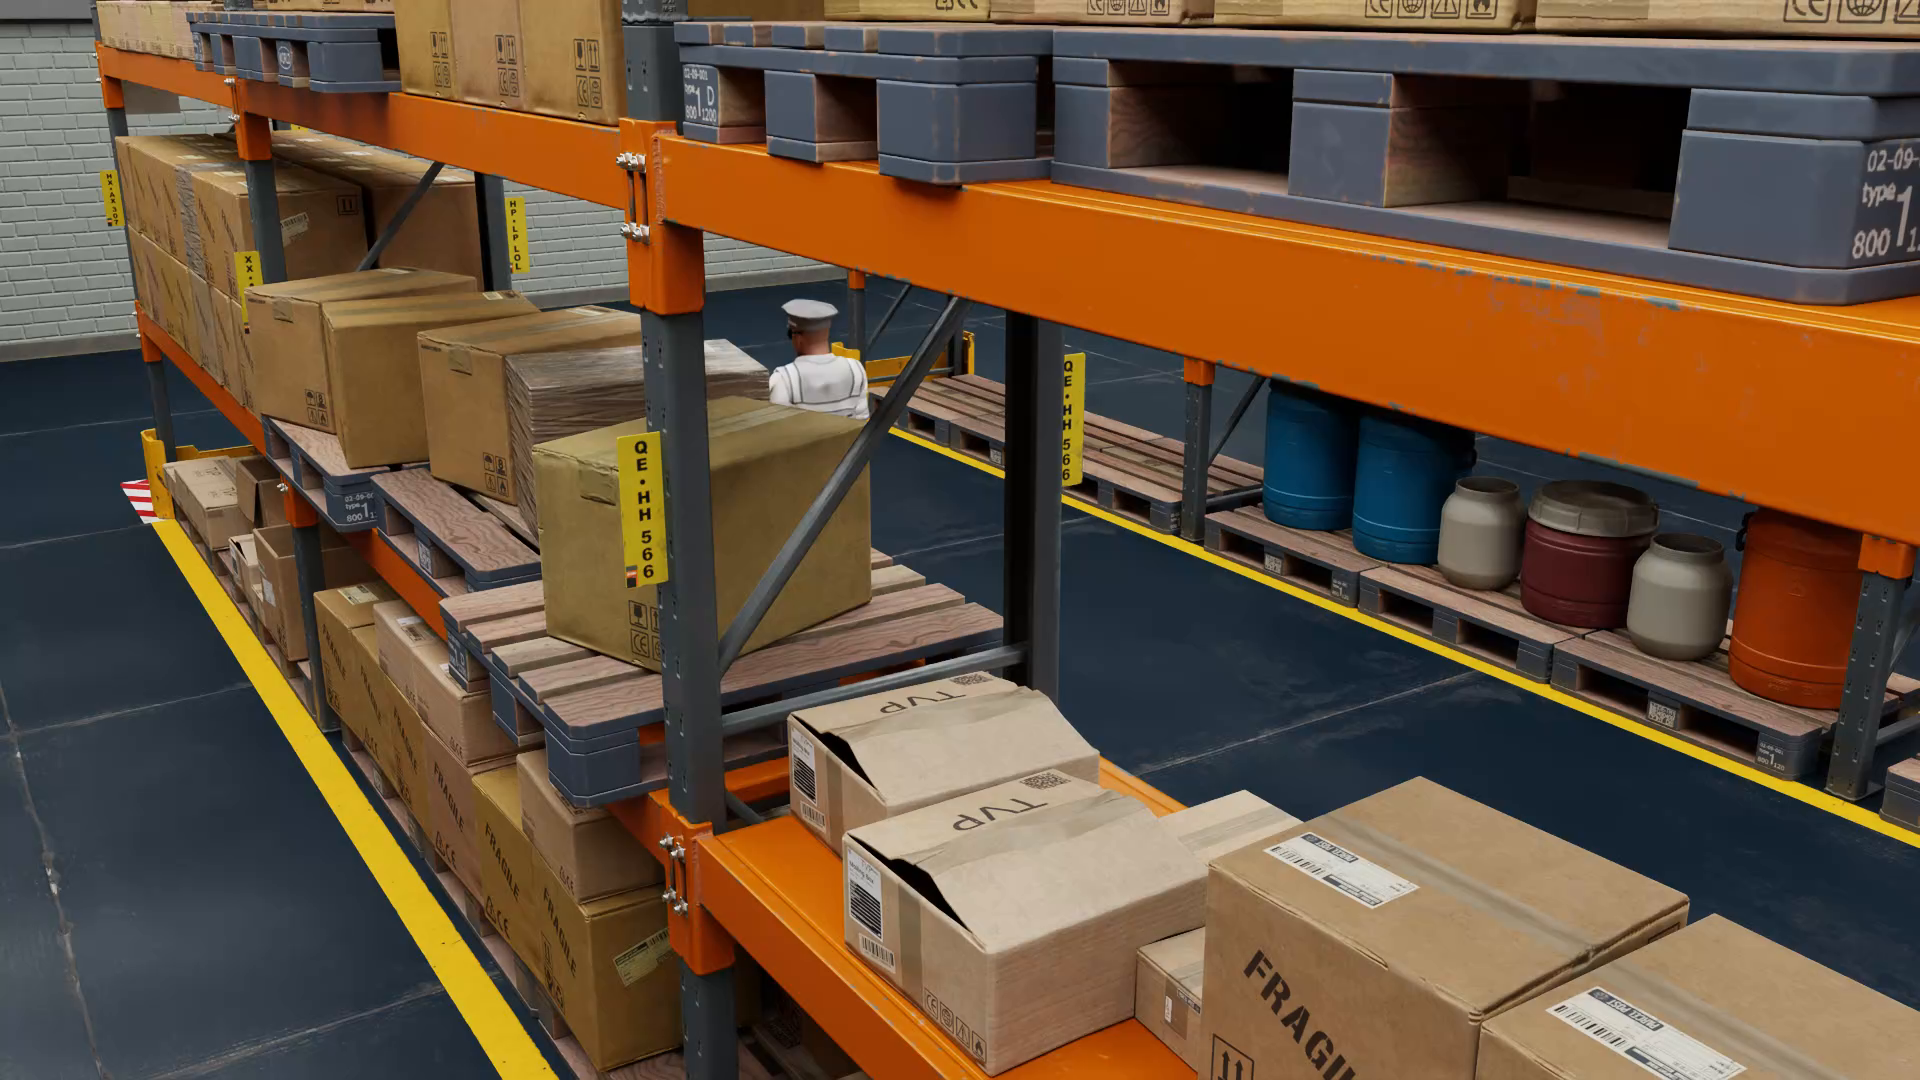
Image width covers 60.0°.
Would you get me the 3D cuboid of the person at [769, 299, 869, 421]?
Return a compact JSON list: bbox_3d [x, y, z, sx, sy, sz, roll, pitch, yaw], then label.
[{"bbox_3d":[-0.694,-0.254,7.866,0.529,1.757,0.393,-11,21,-30],"label":"person"}]
